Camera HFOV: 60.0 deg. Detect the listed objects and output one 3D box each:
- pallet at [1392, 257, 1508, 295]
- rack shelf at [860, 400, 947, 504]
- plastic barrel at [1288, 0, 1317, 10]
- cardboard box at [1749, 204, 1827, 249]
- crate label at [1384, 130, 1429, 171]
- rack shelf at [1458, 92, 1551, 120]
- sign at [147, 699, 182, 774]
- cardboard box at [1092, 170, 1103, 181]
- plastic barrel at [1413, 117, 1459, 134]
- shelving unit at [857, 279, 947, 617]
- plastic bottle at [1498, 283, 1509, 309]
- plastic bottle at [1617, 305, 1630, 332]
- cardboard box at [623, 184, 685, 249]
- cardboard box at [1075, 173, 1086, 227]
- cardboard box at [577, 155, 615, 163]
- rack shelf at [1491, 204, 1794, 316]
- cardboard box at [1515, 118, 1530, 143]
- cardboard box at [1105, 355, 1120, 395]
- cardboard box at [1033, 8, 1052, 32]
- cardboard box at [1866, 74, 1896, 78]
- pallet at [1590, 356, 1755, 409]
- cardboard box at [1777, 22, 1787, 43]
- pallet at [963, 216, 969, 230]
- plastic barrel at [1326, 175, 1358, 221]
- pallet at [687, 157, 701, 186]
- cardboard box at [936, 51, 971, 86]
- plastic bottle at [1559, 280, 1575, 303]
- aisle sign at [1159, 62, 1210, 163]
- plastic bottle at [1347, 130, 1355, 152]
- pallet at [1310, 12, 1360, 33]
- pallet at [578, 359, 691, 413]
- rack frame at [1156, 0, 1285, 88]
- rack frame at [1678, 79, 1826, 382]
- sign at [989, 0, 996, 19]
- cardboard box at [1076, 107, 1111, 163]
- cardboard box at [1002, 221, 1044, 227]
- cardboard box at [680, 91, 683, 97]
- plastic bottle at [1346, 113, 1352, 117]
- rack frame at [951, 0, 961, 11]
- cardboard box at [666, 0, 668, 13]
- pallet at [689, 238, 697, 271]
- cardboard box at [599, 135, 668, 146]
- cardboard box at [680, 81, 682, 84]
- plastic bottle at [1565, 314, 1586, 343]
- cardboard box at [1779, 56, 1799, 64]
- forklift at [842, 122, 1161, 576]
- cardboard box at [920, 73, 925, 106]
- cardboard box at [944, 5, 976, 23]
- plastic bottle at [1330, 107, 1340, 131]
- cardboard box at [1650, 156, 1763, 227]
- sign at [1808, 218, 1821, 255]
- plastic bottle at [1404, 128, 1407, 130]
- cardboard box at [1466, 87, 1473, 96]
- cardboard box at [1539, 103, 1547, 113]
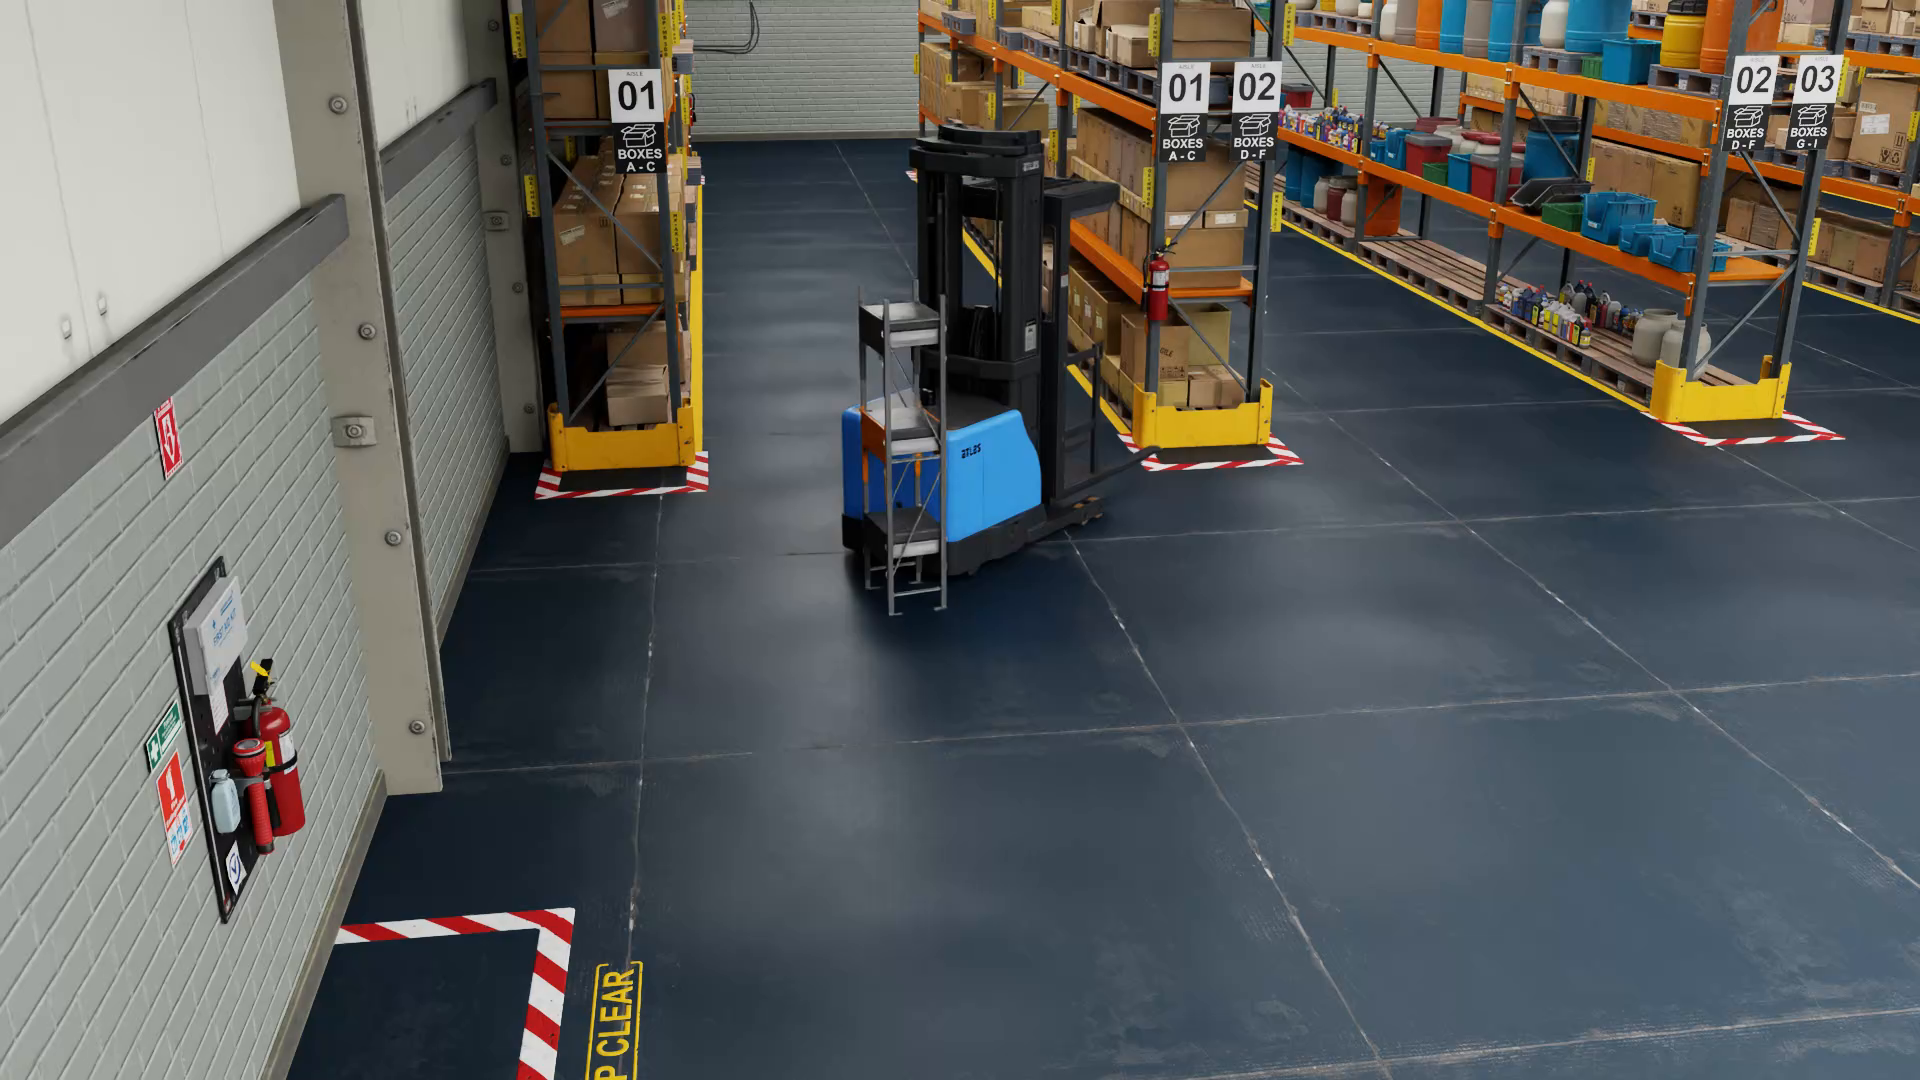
[{"bbox_3d":[6.094,-3.301,20.753,1.003,0.211,1.213,-3,21,-8],"label":"pallet"},{"bbox_3d":[-0.369,-0.577,10.799,0.431,0.518,0.480,-8,22,-20],"label":"rack shelf"},{"bbox_3d":[5.099,-8.155,24.681,0.433,0.535,0.433,0,20,0],"label":"plastic barrel"},{"bbox_3d":[10.958,-4.162,22.016,0.700,0.500,0.500,-5,21,-12],"label":"cardboard box"},{"bbox_3d":[5.723,-4.958,21.154,0.502,0.435,0.616,-3,21,-8],"label":"crate label"},{"bbox_3d":[9.884,-7.289,28.474,1.077,0.370,4.000,-3,21,-8],"label":"rack shelf"},{"bbox_3d":[-2.590,0.636,5.417,0.001,0.109,0.331,-3,21,-8],"label":"sign"},{"bbox_3d":[1.518,-3.560,16.391,0.380,0.149,0.250,-4,21,-10],"label":"cardboard box"},{"bbox_3d":[6.215,-5.218,21.704,0.600,0.536,0.708,-3,21,-8],"label":"plastic barrel"},{"bbox_3d":[-0.369,-0.590,10.795,0.431,2.100,0.503,-8,22,-20],"label":"shelving unit"},{"bbox_3d":[6.037,-2.710,18.455,0.097,0.271,0.097,0,20,0],"label":"plastic bottle"},{"bbox_3d":[6.955,-2.324,17.423,0.097,0.271,0.097,0,20,0],"label":"plastic bottle"},{"bbox_3d":[-2.704,-2.851,14.677,0.500,0.500,0.500,-4,21,-10],"label":"cardboard box"},{"bbox_3d":[1.593,-3.559,17.316,0.700,0.500,0.500,-3,21,-9],"label":"cardboard box"},{"bbox_3d":[-3.518,-3.532,16.499,0.500,0.500,0.500,-3,21,-9],"label":"cardboard box"},{"bbox_3d":[6.713,-2.885,16.681,1.077,0.370,4.000,-3,21,-8],"label":"rack shelf"},{"bbox_3d":[10.027,-6.679,28.249,0.875,0.875,0.875,-3,21,-8],"label":"cardboard box"},{"bbox_3d":[1.645,-1.533,15.362,0.500,0.250,0.500,-3,21,-8],"label":"cardboard box"},{"bbox_3d":[1.160,-6.247,19.983,0.500,0.250,0.500,-2,21,-6],"label":"cardboard box"},{"bbox_3d":[14.697,-7.347,26.509,0.380,0.149,0.250,-2,21,-5],"label":"cardboard box"},{"bbox_3d":[6.832,-1.529,16.007,1.003,0.211,1.213,-3,21,-8],"label":"pallet"},{"bbox_3d":[10.639,-6.531,21.342,0.500,0.250,0.500,-2,21,-6],"label":"cardboard box"},{"bbox_3d":[0.524,-4.849,24.899,1.003,0.211,1.213,-3,21,-8],"label":"pallet"},{"bbox_3d":[5.598,-4.926,23.964,0.600,0.588,0.708,-3,21,-8],"label":"plastic barrel"},{"bbox_3d":[-3.748,-4.468,20.167,1.213,0.211,1.003,-3,21,-8],"label":"pallet"},{"bbox_3d":[-0.109,-7.465,26.343,0.500,0.500,0.500,-3,21,-7],"label":"cardboard box"},{"bbox_3d":[6.660,-2.664,18.218,0.144,0.351,0.185,-3,21,-8],"label":"plastic bottle"},{"bbox_3d":[1.818,-3.461,13.480,0.394,0.787,0.004,-3,21,-8],"label":"aisle sign"},{"bbox_3d":[5.334,-5.443,22.669,0.061,0.283,0.133,-3,21,-8],"label":"plastic bottle"},{"bbox_3d":[5.647,-7.342,23.569,1.003,0.211,1.213,-3,21,-8],"label":"pallet"},{"bbox_3d":[-3.068,-1.454,15.808,1.003,0.211,1.213,-3,21,-8],"label":"pallet"},{"bbox_3d":[2.099,-5.091,12.986,1.000,3.000,0.127,-3,21,-8],"label":"rack frame"},{"bbox_3d":[7.001,-2.529,14.701,1.000,3.000,0.127,-3,21,-8],"label":"rack frame"},{"bbox_3d":[0.408,-6.671,20.765,0.100,0.325,0.005,-3,21,-8],"label":"sign"},{"bbox_3d":[1.593,-4.167,17.089,0.700,0.500,0.500,-3,21,-7],"label":"cardboard box"},{"bbox_3d":[0.815,-3.844,20.750,0.500,0.311,0.500,-3,21,-9],"label":"cardboard box"},{"bbox_3d":[-3.770,-5.527,21.058,0.500,0.250,0.500,-2,21,-6],"label":"cardboard box"},{"bbox_3d":[5.773,-6.205,24.719,0.152,0.276,0.135,-3,21,-8],"label":"plastic bottle"},{"bbox_3d":[0.369,-9.246,24.110,1.000,3.000,0.127,-3,21,-8],"label":"rack frame"},{"bbox_3d":[-2.725,-4.458,13.978,0.500,0.500,0.500,-2,21,-6],"label":"cardboard box"},{"bbox_3d":[-3.995,-3.770,22.008,1.003,0.211,1.213,-3,21,-8],"label":"pallet"},{"bbox_3d":[-3.618,-4.266,18.578,0.700,0.500,0.500,0,20,0],"label":"cardboard box"},{"bbox_3d":[-4.000,-6.052,22.464,0.500,0.250,0.500,-3,21,-9],"label":"cardboard box"},{"bbox_3d":[6.293,-2.162,16.981,0.152,0.276,0.135,-3,21,-7],"label":"plastic bottle"},{"bbox_3d":[14.530,-8.488,28.658,0.500,0.500,0.500,-4,21,-9],"label":"cardboard box"},{"bbox_3d":[0.459,-1.577,12.249,1.130,2.935,3.031,15,25,35],"label":"forklift"},{"bbox_3d":[-0.404,-7.700,28.403,0.500,0.500,0.500,-2,21,-7],"label":"cardboard box"},{"bbox_3d":[0.036,-7.925,25.076,0.500,0.250,0.500,-3,21,-8],"label":"cardboard box"},{"bbox_3d":[5.612,-6.288,24.835,0.144,0.351,0.185,-3,21,-8],"label":"plastic bottle"},{"bbox_3d":[10.670,-4.990,23.727,1.225,0.875,0.875,-4,21,-10],"label":"cardboard box"},{"bbox_3d":[7.546,-2.685,14.723,0.100,0.325,0.005,-3,21,-8],"label":"sign"},{"bbox_3d":[6.103,-5.527,22.893,0.061,0.283,0.133,-3,21,-8],"label":"plastic bottle"},{"bbox_3d":[9.321,-8.062,29.872,0.380,0.149,0.250,-3,21,-7],"label":"cardboard box"},{"bbox_3d":[9.730,-7.083,27.253,0.380,0.149,0.250,-3,21,-9],"label":"cardboard box"}]
